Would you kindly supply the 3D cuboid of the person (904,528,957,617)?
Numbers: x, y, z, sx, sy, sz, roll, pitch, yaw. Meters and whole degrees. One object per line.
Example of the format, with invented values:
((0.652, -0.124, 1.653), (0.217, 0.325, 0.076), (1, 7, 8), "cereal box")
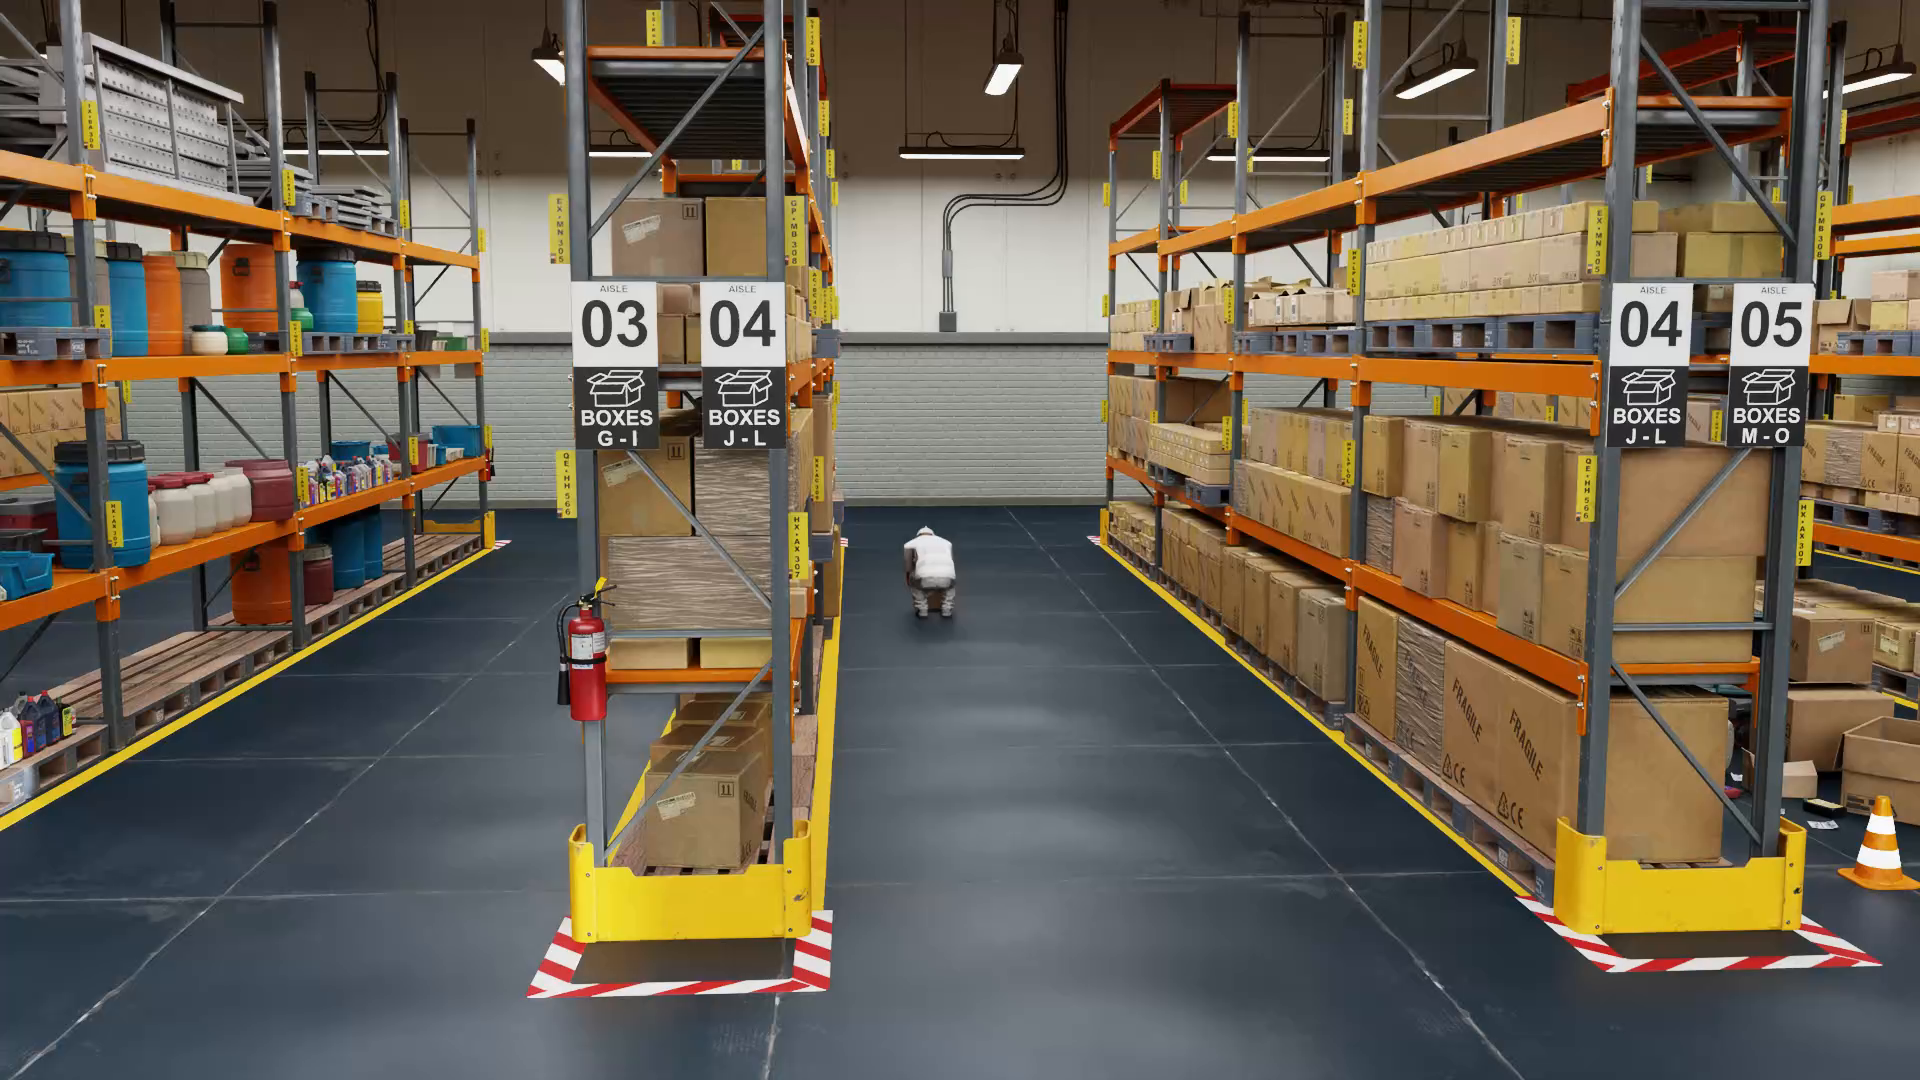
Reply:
((-0.319, 0.349, 18.010), (0.578, 0.896, 0.911), (0, 7, -4), "person")
